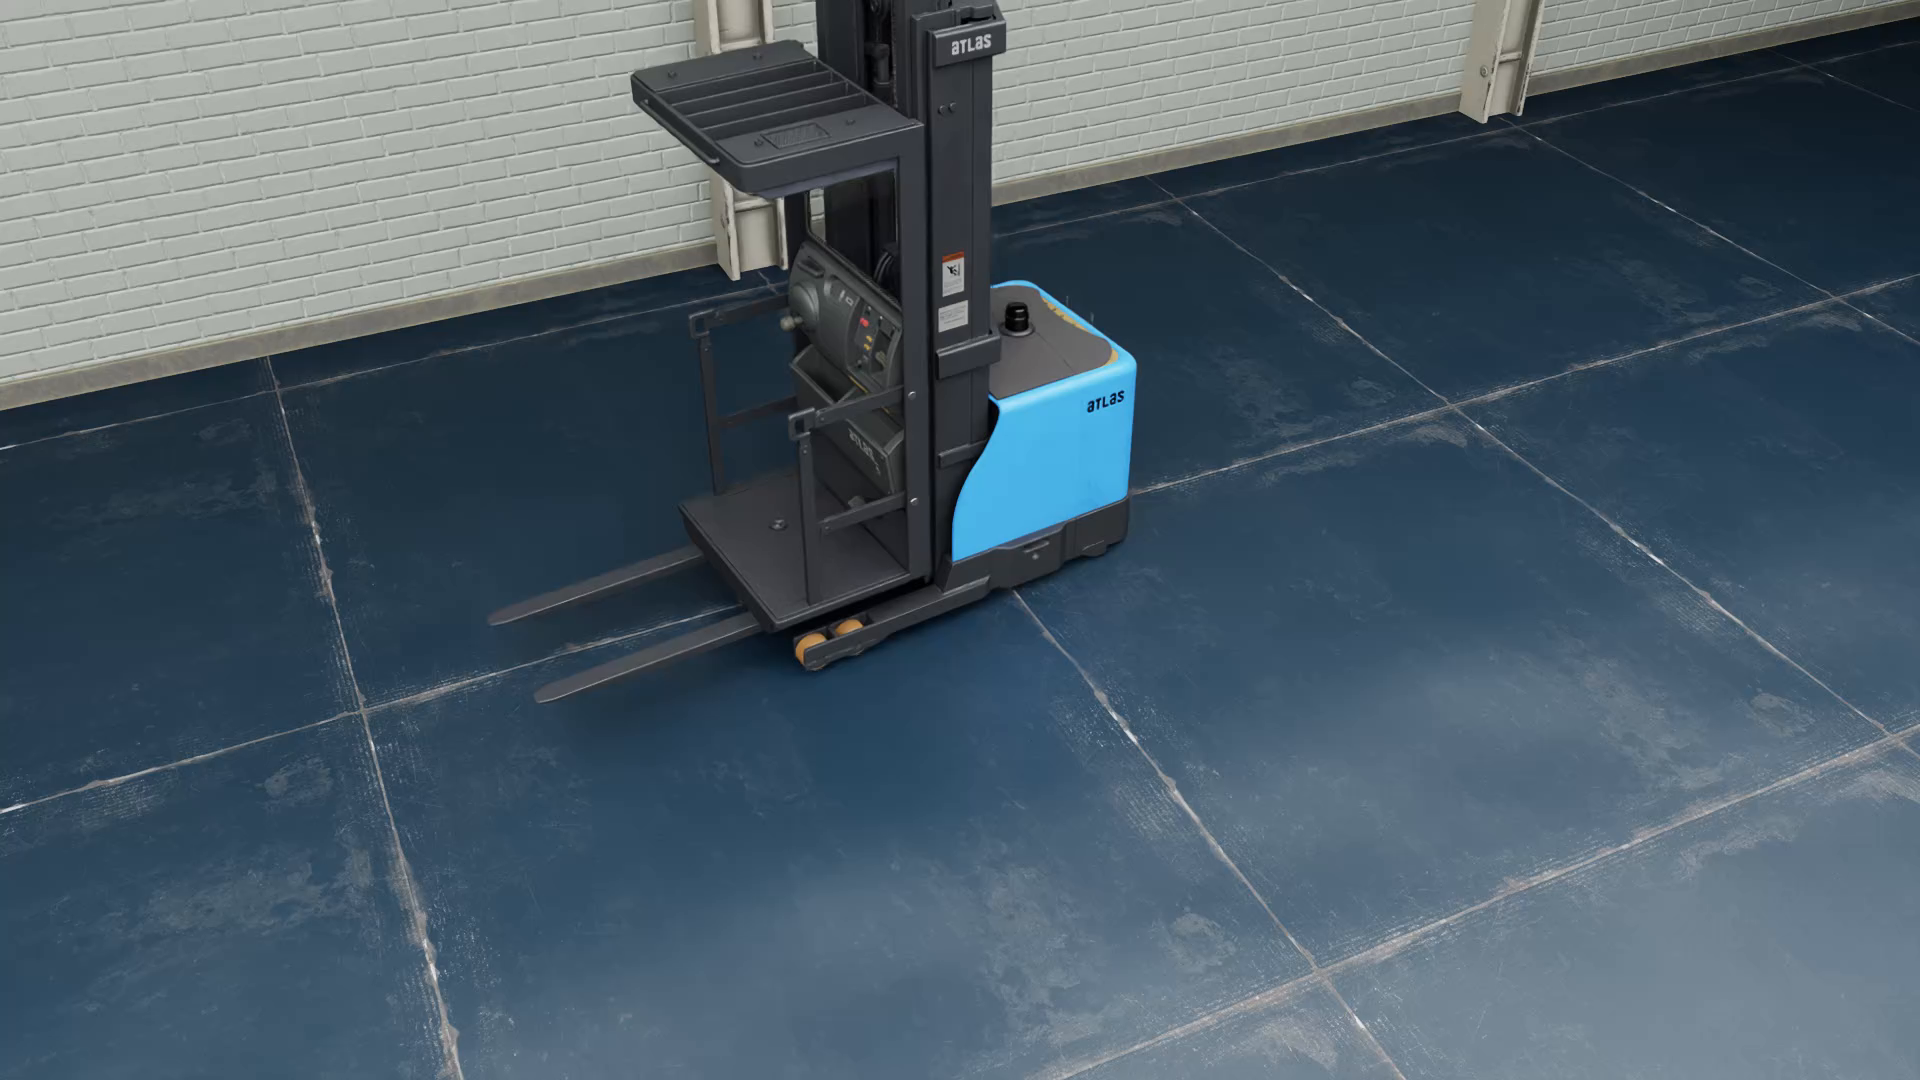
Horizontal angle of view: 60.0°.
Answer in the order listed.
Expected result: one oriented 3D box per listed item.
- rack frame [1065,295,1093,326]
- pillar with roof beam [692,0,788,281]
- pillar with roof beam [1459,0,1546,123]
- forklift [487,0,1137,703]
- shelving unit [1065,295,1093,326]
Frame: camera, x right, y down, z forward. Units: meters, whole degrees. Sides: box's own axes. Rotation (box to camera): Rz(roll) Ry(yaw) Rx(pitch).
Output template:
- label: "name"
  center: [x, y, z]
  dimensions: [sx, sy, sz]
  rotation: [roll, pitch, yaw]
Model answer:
- label: "rack frame"
  center: [0.611, -0.840, 8.771]
  dimensions: [0.006, 0.900, 0.240]
  rotation: [-20, 41, -25]
- label: "pillar with roof beam"
  center: [0.488, -3.083, 4.995]
  dimensions: [0.400, 9.000, 9.100]
  rotation: [-16, 39, -20]
- label: "pillar with roof beam"
  center: [5.919, -4.601, 7.043]
  dimensions: [0.400, 9.000, 9.100]
  rotation: [-16, 39, -20]
- label: "forklift"
  center: [-0.683, -0.944, 7.206]
  dimensions: [3.031, 2.935, 1.130]
  rotation: [-20, 41, -25]
- label: "shelving unit"
  center: [0.524, -0.809, 8.728]
  dimensions: [0.210, 0.900, 0.258]
  rotation: [-20, 41, -25]
